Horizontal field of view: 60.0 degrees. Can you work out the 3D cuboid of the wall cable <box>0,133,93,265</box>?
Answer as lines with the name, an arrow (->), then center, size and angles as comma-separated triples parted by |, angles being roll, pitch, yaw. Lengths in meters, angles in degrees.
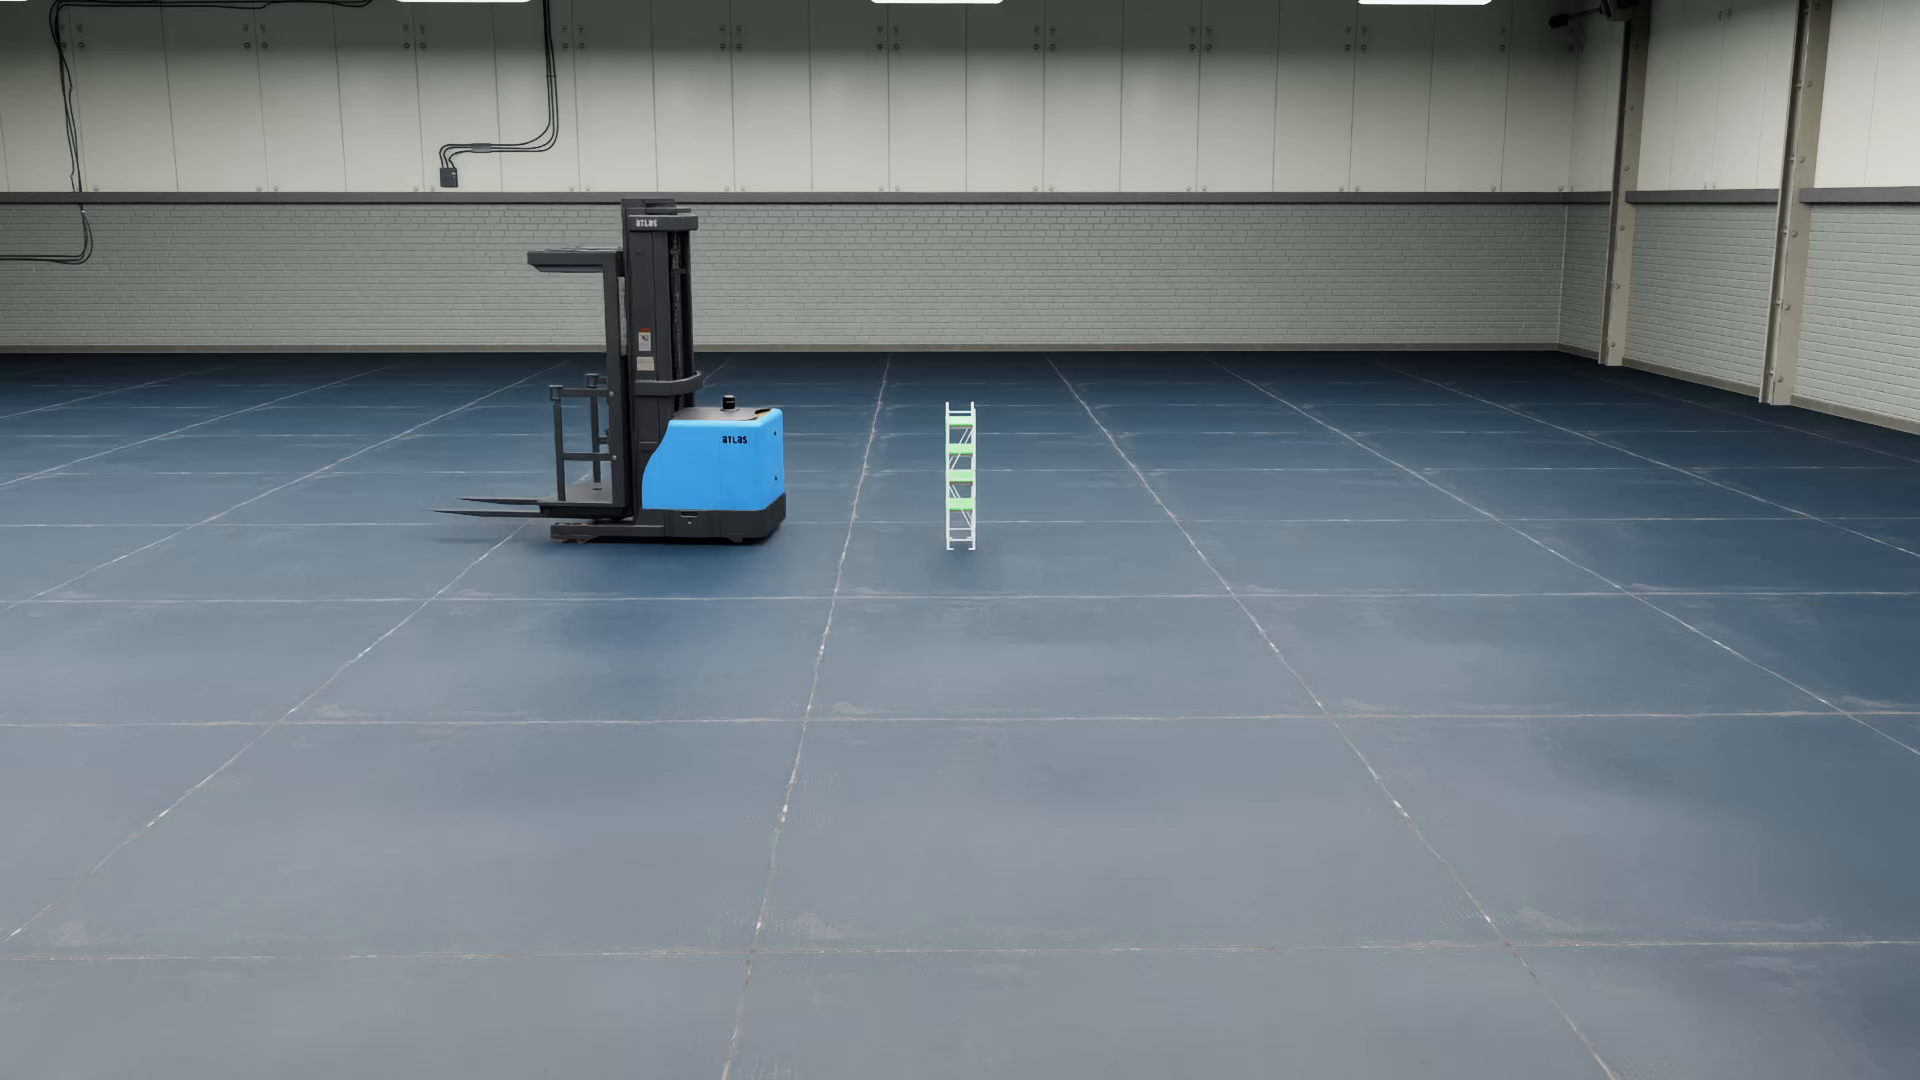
wall cable -> -18.363, -6.550, 32.022 | 3.097, 2.526, 0.112 | 0, 11, -1

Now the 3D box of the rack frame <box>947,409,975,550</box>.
rack frame -> 0.008, -0.507, 14.039 | 0.240, 1.200, 0.015 | 0, 11, -1

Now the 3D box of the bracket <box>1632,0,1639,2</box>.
bracket -> 11.576, -8.778, 26.141 | 0.076, 0.066, 4.783 | 0, 11, -1

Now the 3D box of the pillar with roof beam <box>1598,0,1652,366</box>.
pillar with roof beam -> 7.565, -7.592, 29.350 | 9.100, 9.000, 0.548 | 0, 11, -1

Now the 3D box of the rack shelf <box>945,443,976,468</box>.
rack shelf -> 0.003, -0.728, 14.243 | 0.258, 0.148, 0.480 | 0, 11, -1

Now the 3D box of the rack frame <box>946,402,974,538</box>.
rack frame -> -0.002, -0.604, 14.517 | 0.240, 1.200, 0.015 | 0, 11, -1

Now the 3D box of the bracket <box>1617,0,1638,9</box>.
bracket -> 11.523, -9.290, 28.666 | 0.235, 0.232, 0.430 | 0, 11, -1

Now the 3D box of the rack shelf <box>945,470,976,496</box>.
rack shelf -> 0.003, -0.492, 14.290 | 0.258, 0.148, 0.480 | 0, 11, -1

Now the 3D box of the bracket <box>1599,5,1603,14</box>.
bracket -> 11.506, -9.455, 29.479 | 0.235, 0.232, 0.430 | 0, 11, -1

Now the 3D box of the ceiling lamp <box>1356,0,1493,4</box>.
ceiling lamp -> 6.990, -9.682, 24.970 | 2.000, 3.185, 0.800 | 0, 11, -1

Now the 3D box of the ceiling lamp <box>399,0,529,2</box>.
ceiling lamp -> -7.407, -9.623, 24.679 | 2.000, 3.185, 0.800 | 0, 11, -1

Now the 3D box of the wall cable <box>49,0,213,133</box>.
wall cable -> -15.658, -9.036, 31.574 | 3.097, 2.526, 0.112 | 0, 11, -1

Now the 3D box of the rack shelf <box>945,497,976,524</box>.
rack shelf -> 0.003, -0.257, 14.338 | 0.258, 0.148, 0.480 | 0, 11, -1

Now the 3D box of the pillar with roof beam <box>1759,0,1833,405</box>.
pillar with roof beam -> 7.689, -6.400, 23.471 | 9.100, 9.000, 0.400 | 0, 11, -1

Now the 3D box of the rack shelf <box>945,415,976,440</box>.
rack shelf -> 0.003, -0.963, 14.195 | 0.258, 0.148, 0.480 | 0, 11, -1

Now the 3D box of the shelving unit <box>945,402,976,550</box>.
shelving unit -> 0.003, -0.555, 14.278 | 0.258, 1.200, 0.503 | 0, 11, -1

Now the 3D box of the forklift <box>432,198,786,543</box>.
forklift -> -3.139, -1.515, 14.653 | 3.031, 2.935, 1.130 | 1, 12, 6

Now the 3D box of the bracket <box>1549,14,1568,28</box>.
bracket -> 11.457, -9.926, 31.801 | 0.235, 0.232, 0.430 | 0, 11, -1

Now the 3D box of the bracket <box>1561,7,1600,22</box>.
bracket -> 11.469, -9.809, 31.222 | 0.076, 0.066, 3.189 | 0, 11, -1

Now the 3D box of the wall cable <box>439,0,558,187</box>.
wall cable -> -8.871, -9.774, 31.551 | 2.305, 6.003, 0.169 | 0, 11, -1

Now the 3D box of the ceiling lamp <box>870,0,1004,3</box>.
ceiling lamp -> -0.349, -9.652, 24.822 | 2.000, 3.185, 0.800 | 0, 11, -1

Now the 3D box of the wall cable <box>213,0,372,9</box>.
wall cable -> -12.564, -11.278, 31.185 | 3.097, 2.526, 0.112 | 0, 11, -1
